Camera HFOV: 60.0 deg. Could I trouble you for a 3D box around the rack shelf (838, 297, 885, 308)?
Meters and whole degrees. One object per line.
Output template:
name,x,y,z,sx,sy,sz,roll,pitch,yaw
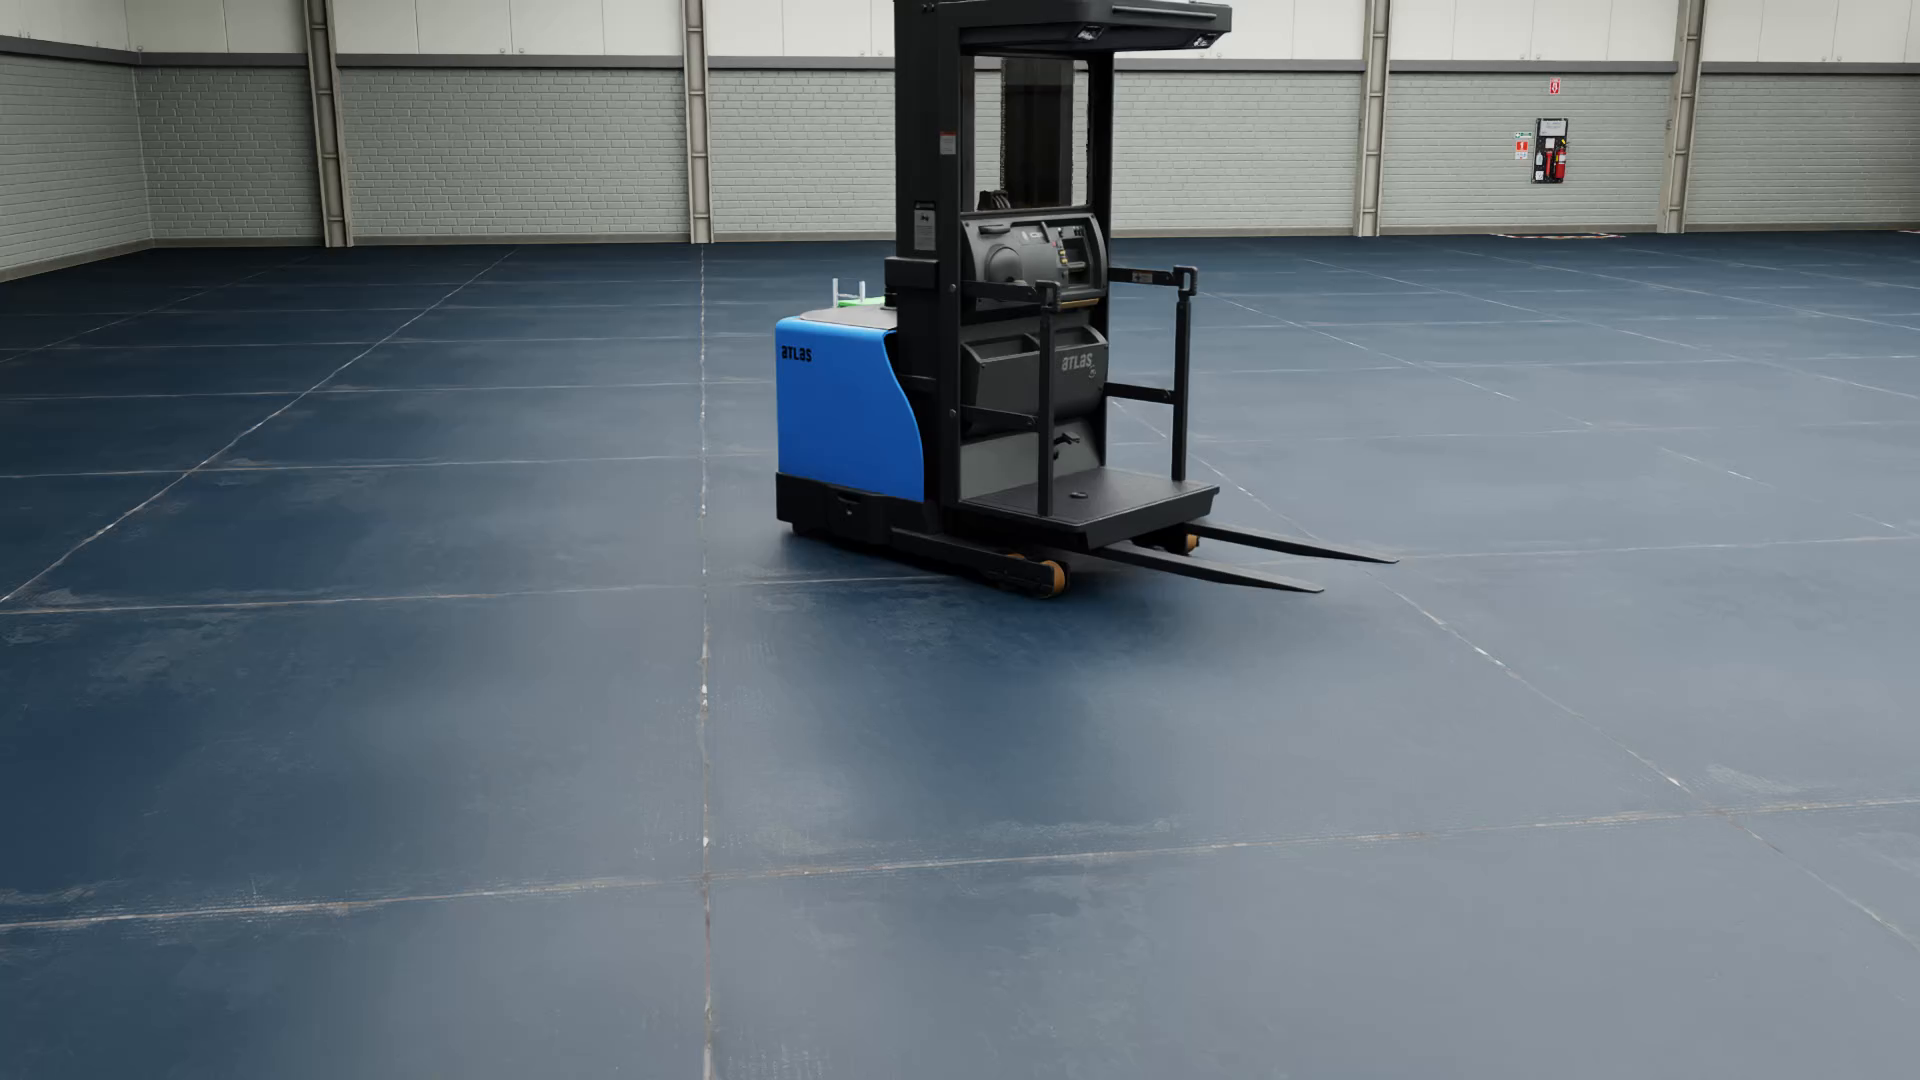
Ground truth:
rack shelf,-0.410,-1.226,8.933,0.480,0.148,0.258,-13,19,-42

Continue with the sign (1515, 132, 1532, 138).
sign,10.350,-7.437,30.547,0.331,0.109,0.001,-2,14,-8

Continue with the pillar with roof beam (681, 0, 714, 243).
pillar with roof beam,-3.803,-8.462,23.465,0.400,9.000,9.100,-2,14,-8

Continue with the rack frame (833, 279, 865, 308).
rack frame,-0.585,-0.781,8.869,0.015,1.200,0.240,-13,19,-42

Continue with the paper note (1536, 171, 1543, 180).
paper note,10.721,-6.743,30.752,0.142,0.148,0.016,-2,14,-8

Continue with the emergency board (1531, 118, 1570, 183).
emergency board,10.906,-7.160,30.604,0.643,1.169,0.194,-2,14,-8

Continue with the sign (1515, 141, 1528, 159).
sign,10.344,-7.182,30.619,0.234,0.329,0.001,-2,14,-8

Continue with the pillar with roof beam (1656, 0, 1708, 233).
pillar with roof beam,13.997,-9.114,26.066,0.400,9.000,9.100,-2,14,-8

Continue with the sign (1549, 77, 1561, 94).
sign,10.883,-8.308,30.417,0.199,0.298,0.001,-2,14,-8

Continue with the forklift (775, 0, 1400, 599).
forklift,0.504,-1.310,7.421,3.031,2.935,1.130,13,19,41

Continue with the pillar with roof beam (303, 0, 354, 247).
pillar with roof beam,-9.736,-8.245,22.598,0.400,9.000,9.100,-2,14,-8

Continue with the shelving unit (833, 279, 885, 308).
shelving unit,-0.410,-0.822,9.034,0.503,1.200,0.258,-13,19,-42

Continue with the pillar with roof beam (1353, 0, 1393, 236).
pillar with roof beam,8.063,-8.897,25.199,0.400,9.000,9.100,-2,14,-8
